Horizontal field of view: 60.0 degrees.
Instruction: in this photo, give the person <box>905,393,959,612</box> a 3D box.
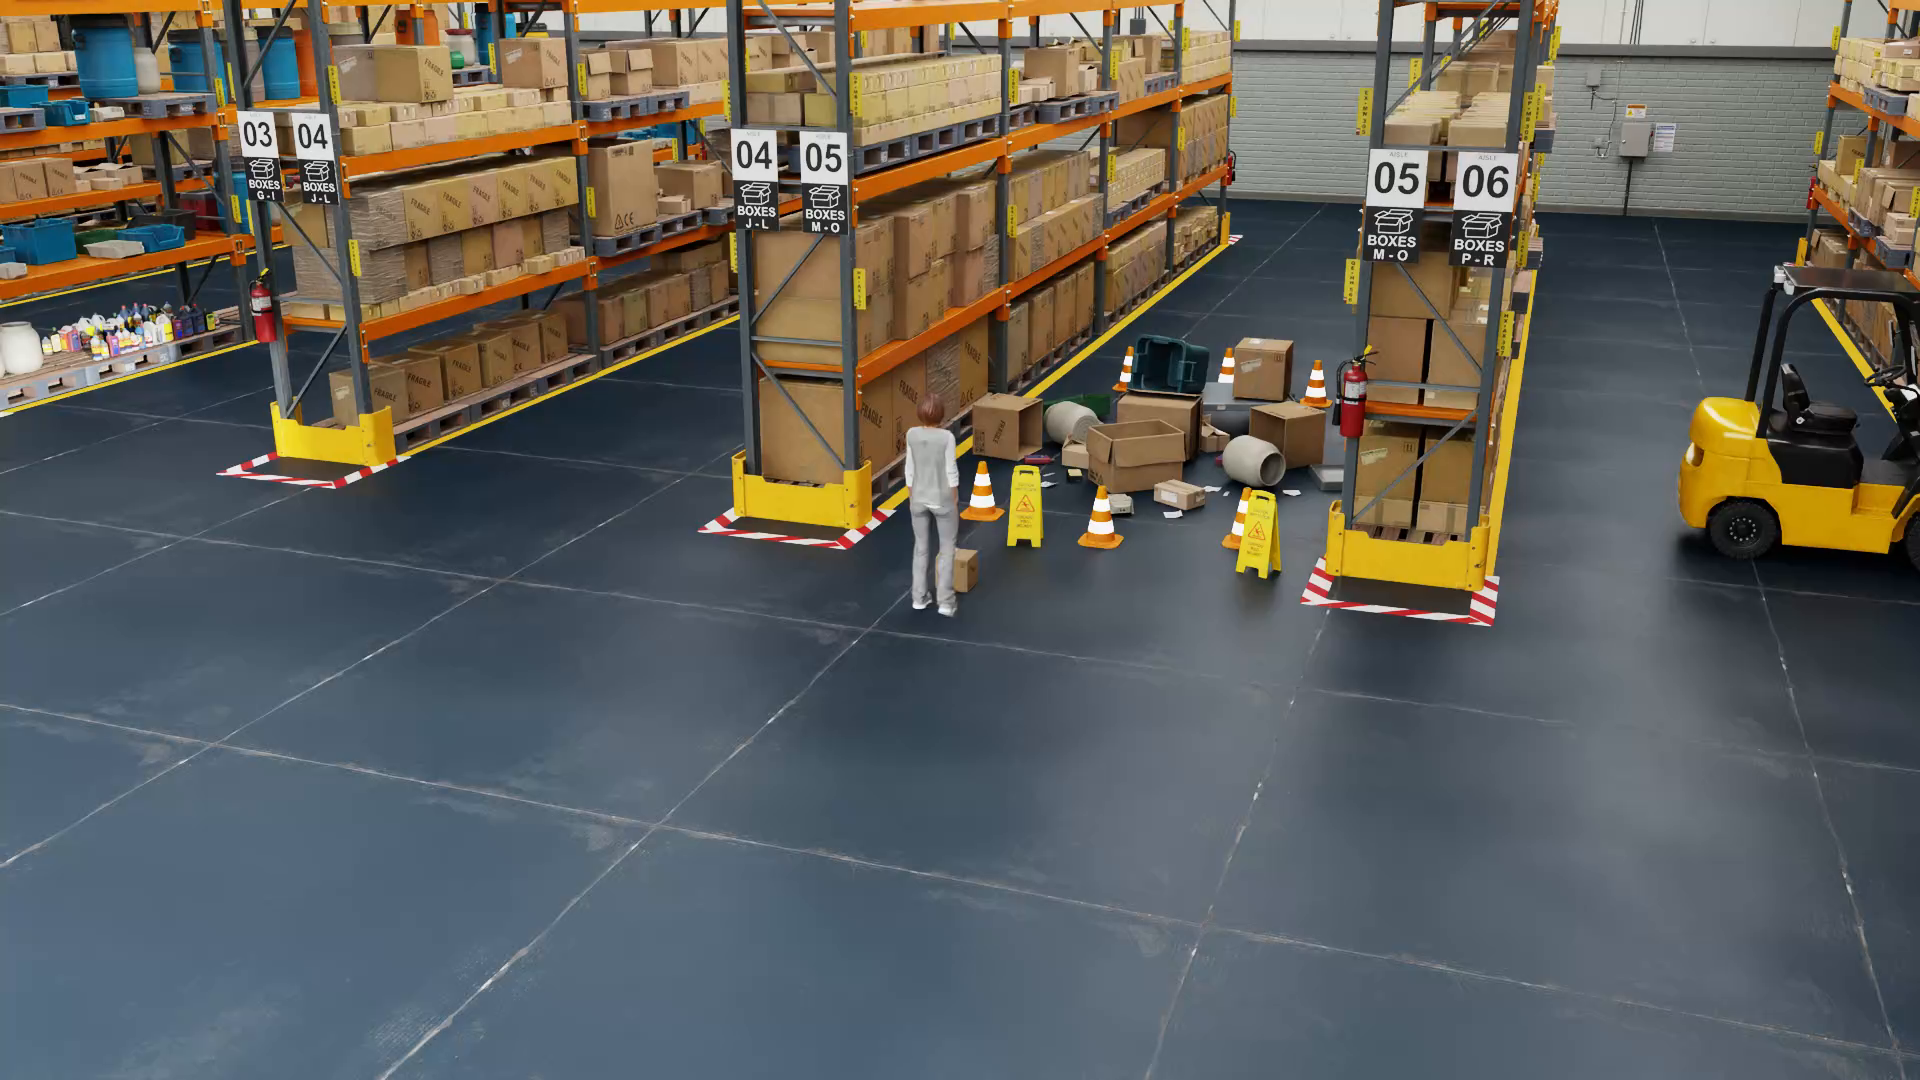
[{"bbox_3d":[-0.201,-0.251,11.863,0.406,1.602,0.308,7,20,19],"label":"person"}]
